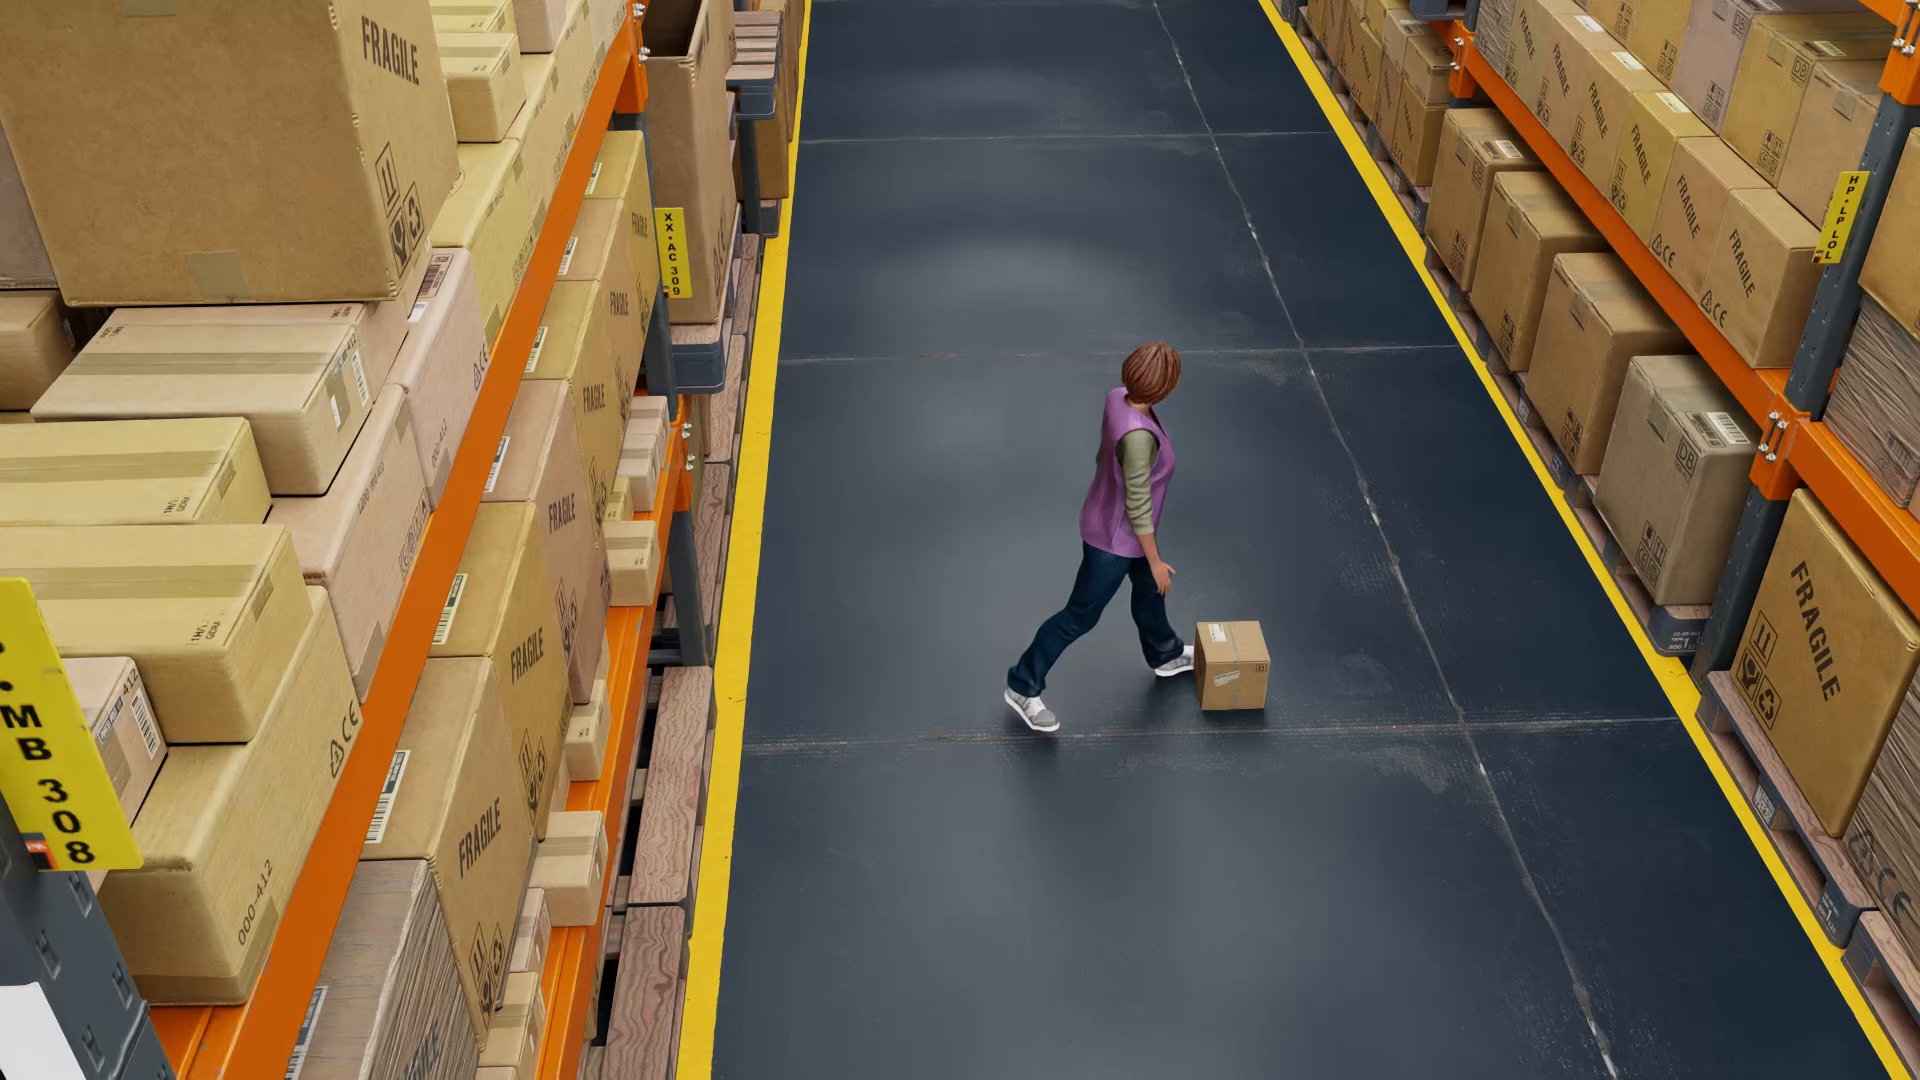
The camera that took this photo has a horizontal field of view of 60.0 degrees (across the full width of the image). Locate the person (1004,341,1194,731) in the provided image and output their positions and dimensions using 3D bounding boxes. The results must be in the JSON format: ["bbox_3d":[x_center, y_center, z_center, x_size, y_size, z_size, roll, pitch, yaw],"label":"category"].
[{"bbox_3d":[0.604,-0.007,6.170,0.845,1.546,0.551,3,36,4],"label":"person"}]
